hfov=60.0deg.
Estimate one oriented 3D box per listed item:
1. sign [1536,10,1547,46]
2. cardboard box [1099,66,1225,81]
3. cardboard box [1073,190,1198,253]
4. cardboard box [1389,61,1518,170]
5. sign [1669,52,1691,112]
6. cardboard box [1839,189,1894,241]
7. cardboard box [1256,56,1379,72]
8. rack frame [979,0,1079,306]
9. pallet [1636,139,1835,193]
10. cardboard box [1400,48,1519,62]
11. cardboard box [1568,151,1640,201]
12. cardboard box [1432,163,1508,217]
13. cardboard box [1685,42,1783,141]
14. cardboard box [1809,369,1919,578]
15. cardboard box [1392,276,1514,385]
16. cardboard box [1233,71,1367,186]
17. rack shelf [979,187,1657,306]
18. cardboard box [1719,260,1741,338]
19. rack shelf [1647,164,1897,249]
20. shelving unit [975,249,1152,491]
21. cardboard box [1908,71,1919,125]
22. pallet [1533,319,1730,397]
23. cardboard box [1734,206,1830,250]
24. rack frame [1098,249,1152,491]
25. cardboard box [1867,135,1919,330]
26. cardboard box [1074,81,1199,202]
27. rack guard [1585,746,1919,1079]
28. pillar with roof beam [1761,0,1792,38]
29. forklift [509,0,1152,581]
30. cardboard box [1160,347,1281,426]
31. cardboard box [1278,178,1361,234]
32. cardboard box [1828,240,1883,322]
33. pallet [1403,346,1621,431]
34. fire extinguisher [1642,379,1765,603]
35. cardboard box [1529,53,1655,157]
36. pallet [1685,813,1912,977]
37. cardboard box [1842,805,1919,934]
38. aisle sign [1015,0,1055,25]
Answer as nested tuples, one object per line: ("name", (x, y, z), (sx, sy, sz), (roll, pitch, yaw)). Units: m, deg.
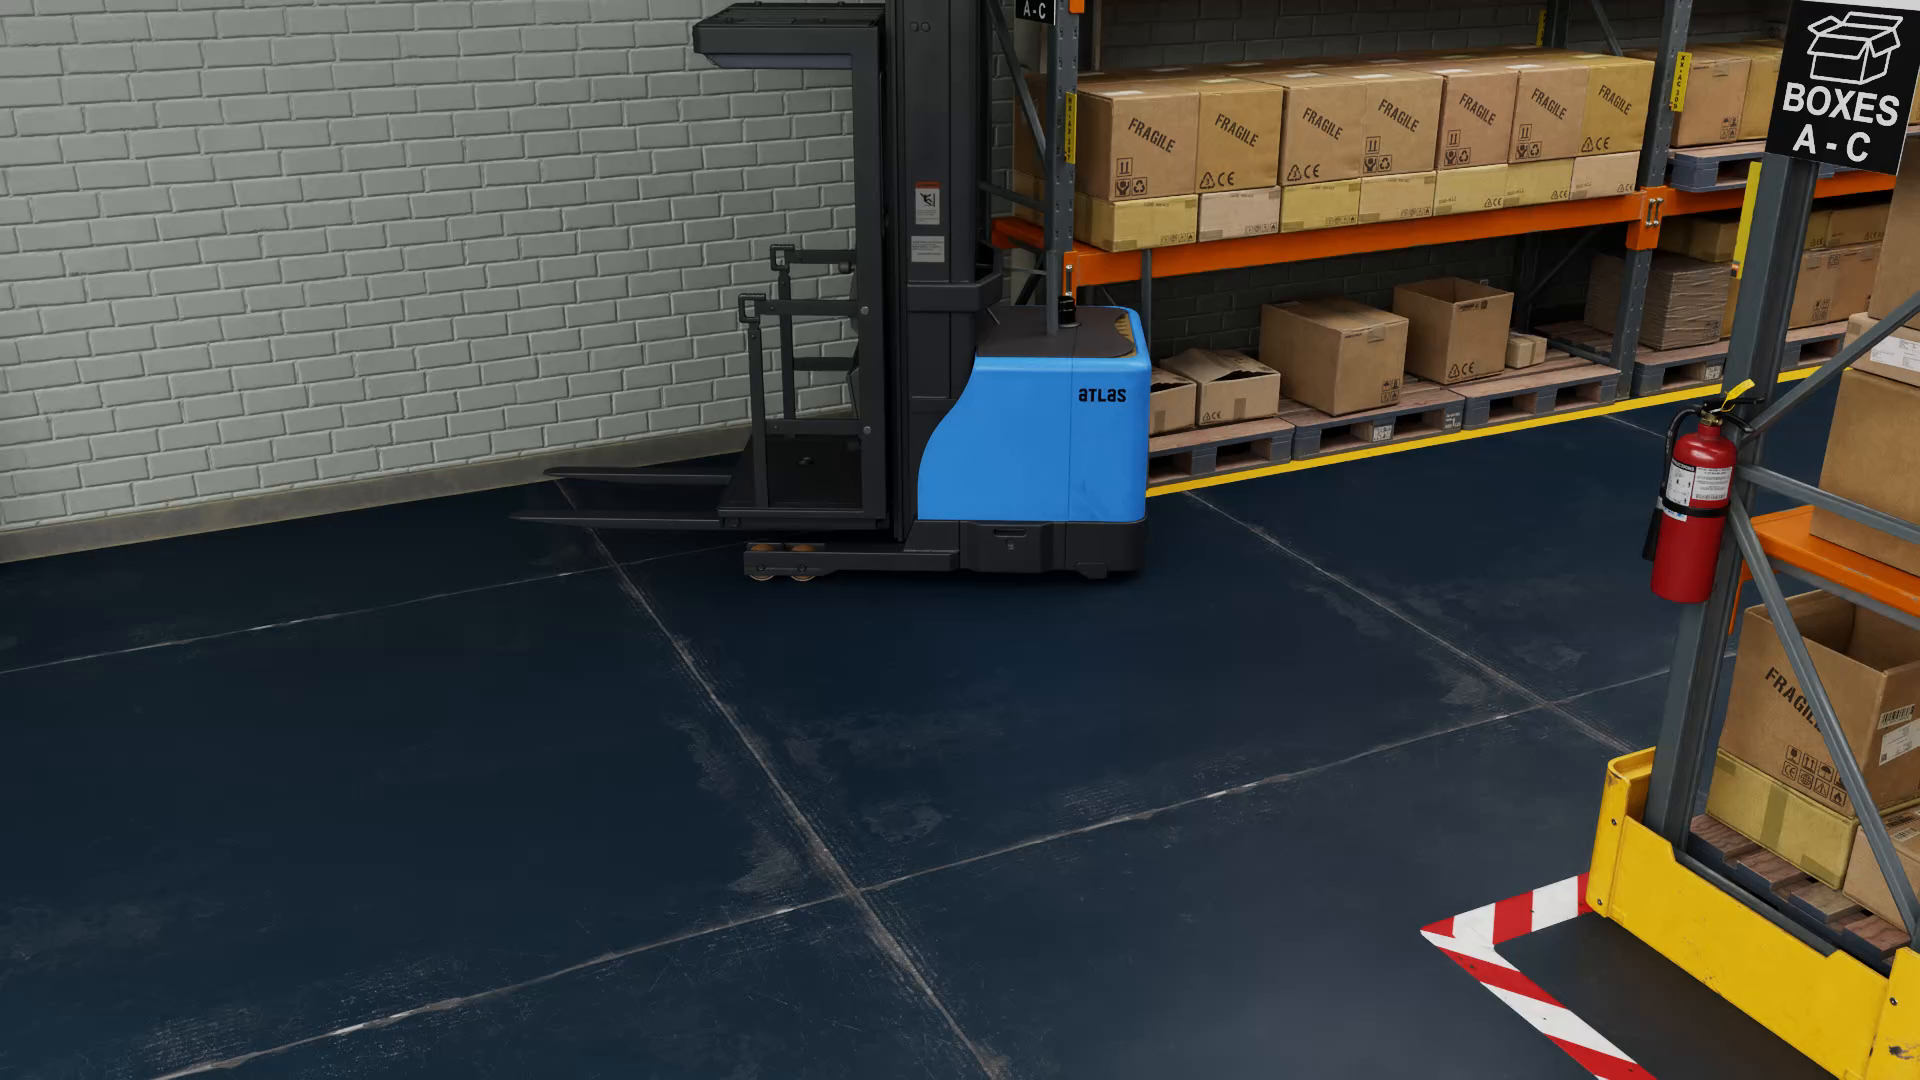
("sign", (3.652, -3.146, 10.415), (0.005, 0.325, 0.100), (-10, 25, -24))
("cardboard box", (1.082, -2.275, 9.014), (0.500, 0.500, 0.500), (-10, 25, -23))
("cardboard box", (0.869, -1.669, 8.529), (0.500, 0.250, 0.500), (-11, 25, -25))
("cardboard box", (2.698, -2.357, 9.213), (0.500, 0.500, 0.500), (-11, 25, -25))
("sign", (4.138, -2.635, 9.562), (0.005, 0.325, 0.100), (-10, 25, -24))
("cardboard box", (6.333, -2.269, 11.521), (0.500, 0.250, 0.500), (-10, 24, -23))
("cardboard box", (2.000, -2.446, 9.426), (0.500, 0.500, 0.500), (-10, 25, -23))
("rack frame", (0.292, -1.757, 8.573), (0.127, 3.000, 1.000), (-10, 25, -24))
("pallet", (4.648, -2.409, 10.398), (1.213, 0.211, 1.003), (-10, 25, -24))
("cardboard box", (2.914, -2.617, 9.839), (0.500, 0.500, 0.500), (-11, 25, -24))
("cardboard box", (3.600, -2.178, 9.759), (0.500, 0.250, 0.500), (-10, 25, -23))
("cardboard box", (2.701, -2.009, 9.351), (0.500, 0.250, 0.500), (-11, 25, -24))
("cardboard box", (4.876, -2.833, 10.466), (0.500, 0.500, 0.700), (-8, 24, -18))
("cardboard box", (2.869, -0.170, 4.608), (0.500, 0.500, 0.700), (-10, 25, -24))
("cardboard box", (2.978, -1.283, 10.121), (0.500, 0.500, 0.500), (-12, 26, -28))
("cardboard box", (1.770, -2.181, 8.787), (0.500, 0.500, 0.500), (-11, 25, -25))
("rack shelf", (2.094, -1.756, 9.512), (4.000, 0.370, 1.077), (-10, 25, -24))
("cardboard box", (4.996, -1.700, 11.127), (0.500, 0.500, 0.700), (-11, 25, -25))
("rack shelf", (5.698, -2.420, 11.115), (4.000, 0.370, 1.077), (-10, 25, -24))
("shelving unit", (0.504, -0.829, 8.317), (0.538, 1.500, 1.048), (11, 26, 29))
("cardboard box", (5.968, -3.038, 10.961), (0.500, 0.500, 0.700), (-10, 25, -24))
("pallet", (4.597, -1.262, 11.022), (1.213, 0.211, 1.003), (-10, 25, -24))
("cardboard box", (5.414, -2.105, 11.126), (0.500, 0.250, 0.500), (-11, 25, -25))
("rack frame", (0.764, -1.003, 8.717), (0.500, 1.500, 0.032), (11, 26, 29))
("cardboard box", (2.917, -0.778, 4.381), (0.500, 0.500, 0.700), (-10, 25, -23))
("cardboard box", (0.852, -2.019, 8.395), (0.500, 0.500, 0.500), (-10, 25, -24))
("rack guard", (2.422, 1.108, 4.919), (0.348, 0.500, 1.175), (-10, 25, -24))
("pillar with roof beam", (7.821, -4.455, 7.246), (0.400, 9.000, 9.100), (-10, 25, -24))
("forklift", (-0.629, -1.363, 7.710), (3.031, 2.935, 1.130), (1, 22, 2))
("cardboard box", (1.468, -0.896, 9.434), (0.500, 0.311, 0.500), (-8, 24, -19))
("cardboard box", (1.792, -1.842, 8.948), (0.500, 0.250, 0.500), (-11, 25, -24))
("cardboard box", (5.924, -1.857, 11.508), (0.500, 0.500, 0.700), (-11, 25, -24))
("pallet", (3.306, -1.009, 10.411), (1.213, 0.211, 1.003), (-10, 25, -24))
("fire extinguisher", (2.135, -0.155, 4.804), (0.183, 0.674, 0.296), (-10, 25, -24))
("cardboard box", (3.604, -2.522, 9.610), (0.500, 0.500, 0.500), (-10, 25, -24))
("pallet", (3.114, 1.096, 5.325), (1.213, 0.211, 1.003), (-10, 25, -24))
("cardboard box", (3.023, 1.014, 4.926), (0.500, 0.250, 0.500), (-10, 25, -24))
("aisle sign", (0.357, -2.843, 7.797), (0.004, 0.787, 0.394), (-10, 25, -24))
